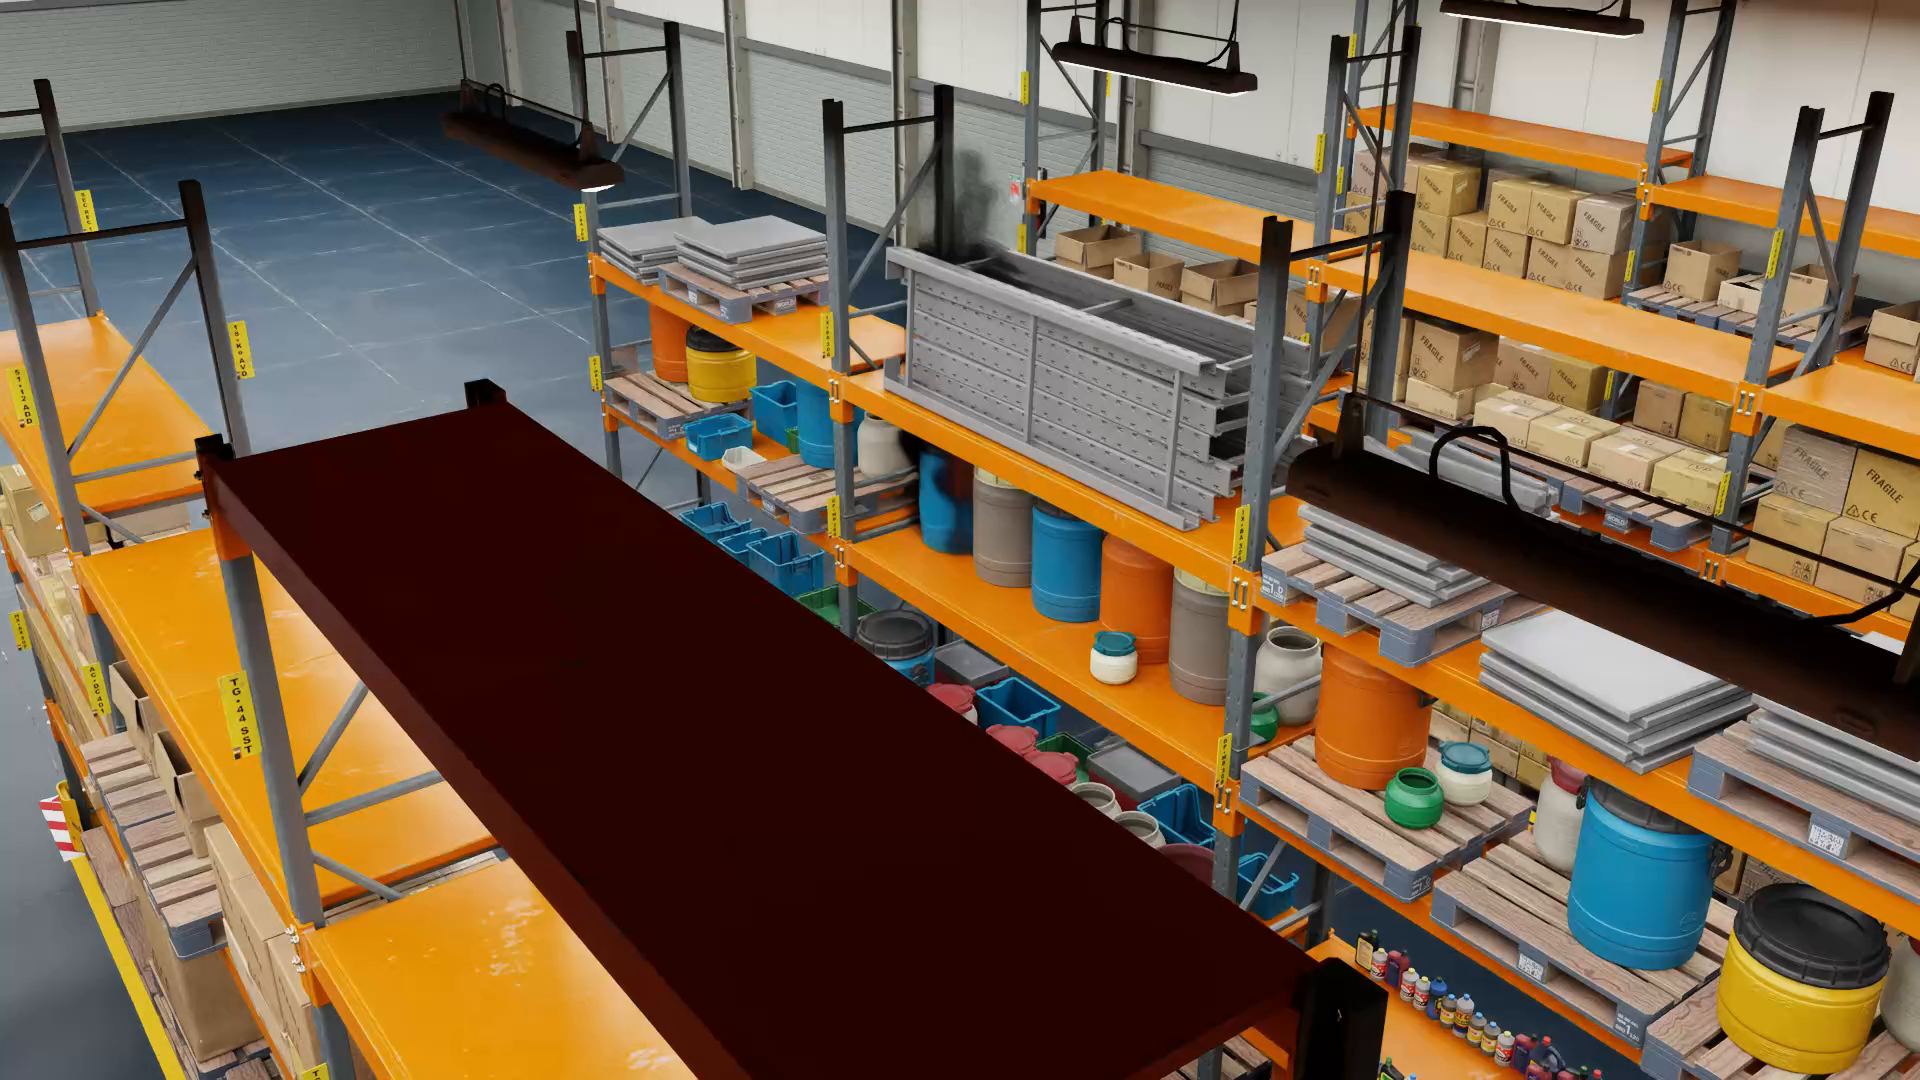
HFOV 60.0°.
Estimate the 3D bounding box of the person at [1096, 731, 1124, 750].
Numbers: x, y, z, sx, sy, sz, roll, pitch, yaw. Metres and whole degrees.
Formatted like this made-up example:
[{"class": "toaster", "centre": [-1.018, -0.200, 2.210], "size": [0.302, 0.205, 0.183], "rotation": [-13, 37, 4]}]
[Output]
[{"class": "person", "centre": [1.592, 1.221, 14.363], "size": [0.928, 1.689, 0.615], "rotation": [19, 31, 35]}]
